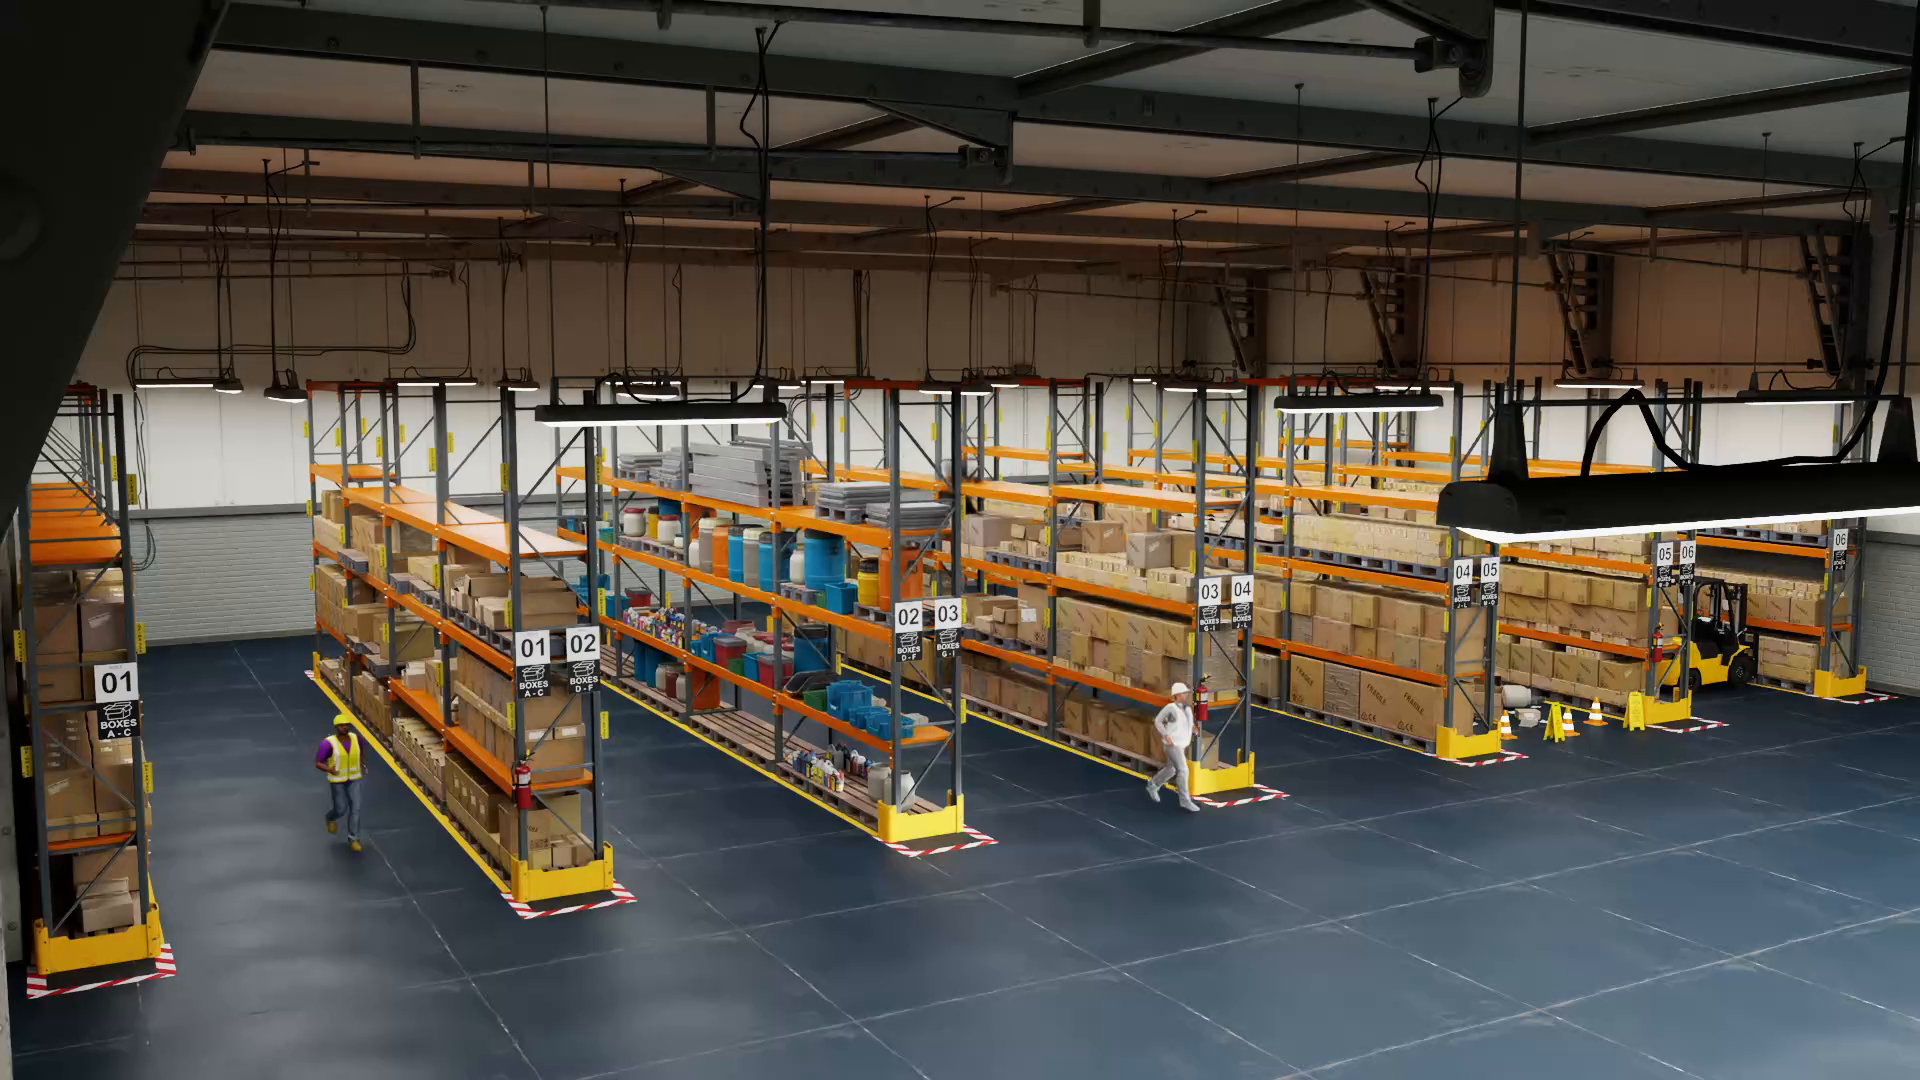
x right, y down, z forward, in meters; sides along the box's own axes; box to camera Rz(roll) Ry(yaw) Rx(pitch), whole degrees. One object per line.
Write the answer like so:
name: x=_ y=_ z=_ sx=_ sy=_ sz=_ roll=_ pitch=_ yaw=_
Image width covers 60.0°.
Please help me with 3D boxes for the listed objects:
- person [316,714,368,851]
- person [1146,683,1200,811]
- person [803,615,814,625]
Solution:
person: x=-8.053 y=3.141 z=21.756 sx=0.699 sy=1.752 sz=0.923 roll=-5 pitch=8 yaw=-40
person: x=3.083 y=2.902 z=23.713 sx=0.901 sy=1.774 sz=0.647 roll=4 pitch=7 yaw=34
person: x=-2.928 y=2.152 z=31.745 sx=0.539 sy=1.582 sz=0.851 roll=-5 pitch=8 yaw=-41
